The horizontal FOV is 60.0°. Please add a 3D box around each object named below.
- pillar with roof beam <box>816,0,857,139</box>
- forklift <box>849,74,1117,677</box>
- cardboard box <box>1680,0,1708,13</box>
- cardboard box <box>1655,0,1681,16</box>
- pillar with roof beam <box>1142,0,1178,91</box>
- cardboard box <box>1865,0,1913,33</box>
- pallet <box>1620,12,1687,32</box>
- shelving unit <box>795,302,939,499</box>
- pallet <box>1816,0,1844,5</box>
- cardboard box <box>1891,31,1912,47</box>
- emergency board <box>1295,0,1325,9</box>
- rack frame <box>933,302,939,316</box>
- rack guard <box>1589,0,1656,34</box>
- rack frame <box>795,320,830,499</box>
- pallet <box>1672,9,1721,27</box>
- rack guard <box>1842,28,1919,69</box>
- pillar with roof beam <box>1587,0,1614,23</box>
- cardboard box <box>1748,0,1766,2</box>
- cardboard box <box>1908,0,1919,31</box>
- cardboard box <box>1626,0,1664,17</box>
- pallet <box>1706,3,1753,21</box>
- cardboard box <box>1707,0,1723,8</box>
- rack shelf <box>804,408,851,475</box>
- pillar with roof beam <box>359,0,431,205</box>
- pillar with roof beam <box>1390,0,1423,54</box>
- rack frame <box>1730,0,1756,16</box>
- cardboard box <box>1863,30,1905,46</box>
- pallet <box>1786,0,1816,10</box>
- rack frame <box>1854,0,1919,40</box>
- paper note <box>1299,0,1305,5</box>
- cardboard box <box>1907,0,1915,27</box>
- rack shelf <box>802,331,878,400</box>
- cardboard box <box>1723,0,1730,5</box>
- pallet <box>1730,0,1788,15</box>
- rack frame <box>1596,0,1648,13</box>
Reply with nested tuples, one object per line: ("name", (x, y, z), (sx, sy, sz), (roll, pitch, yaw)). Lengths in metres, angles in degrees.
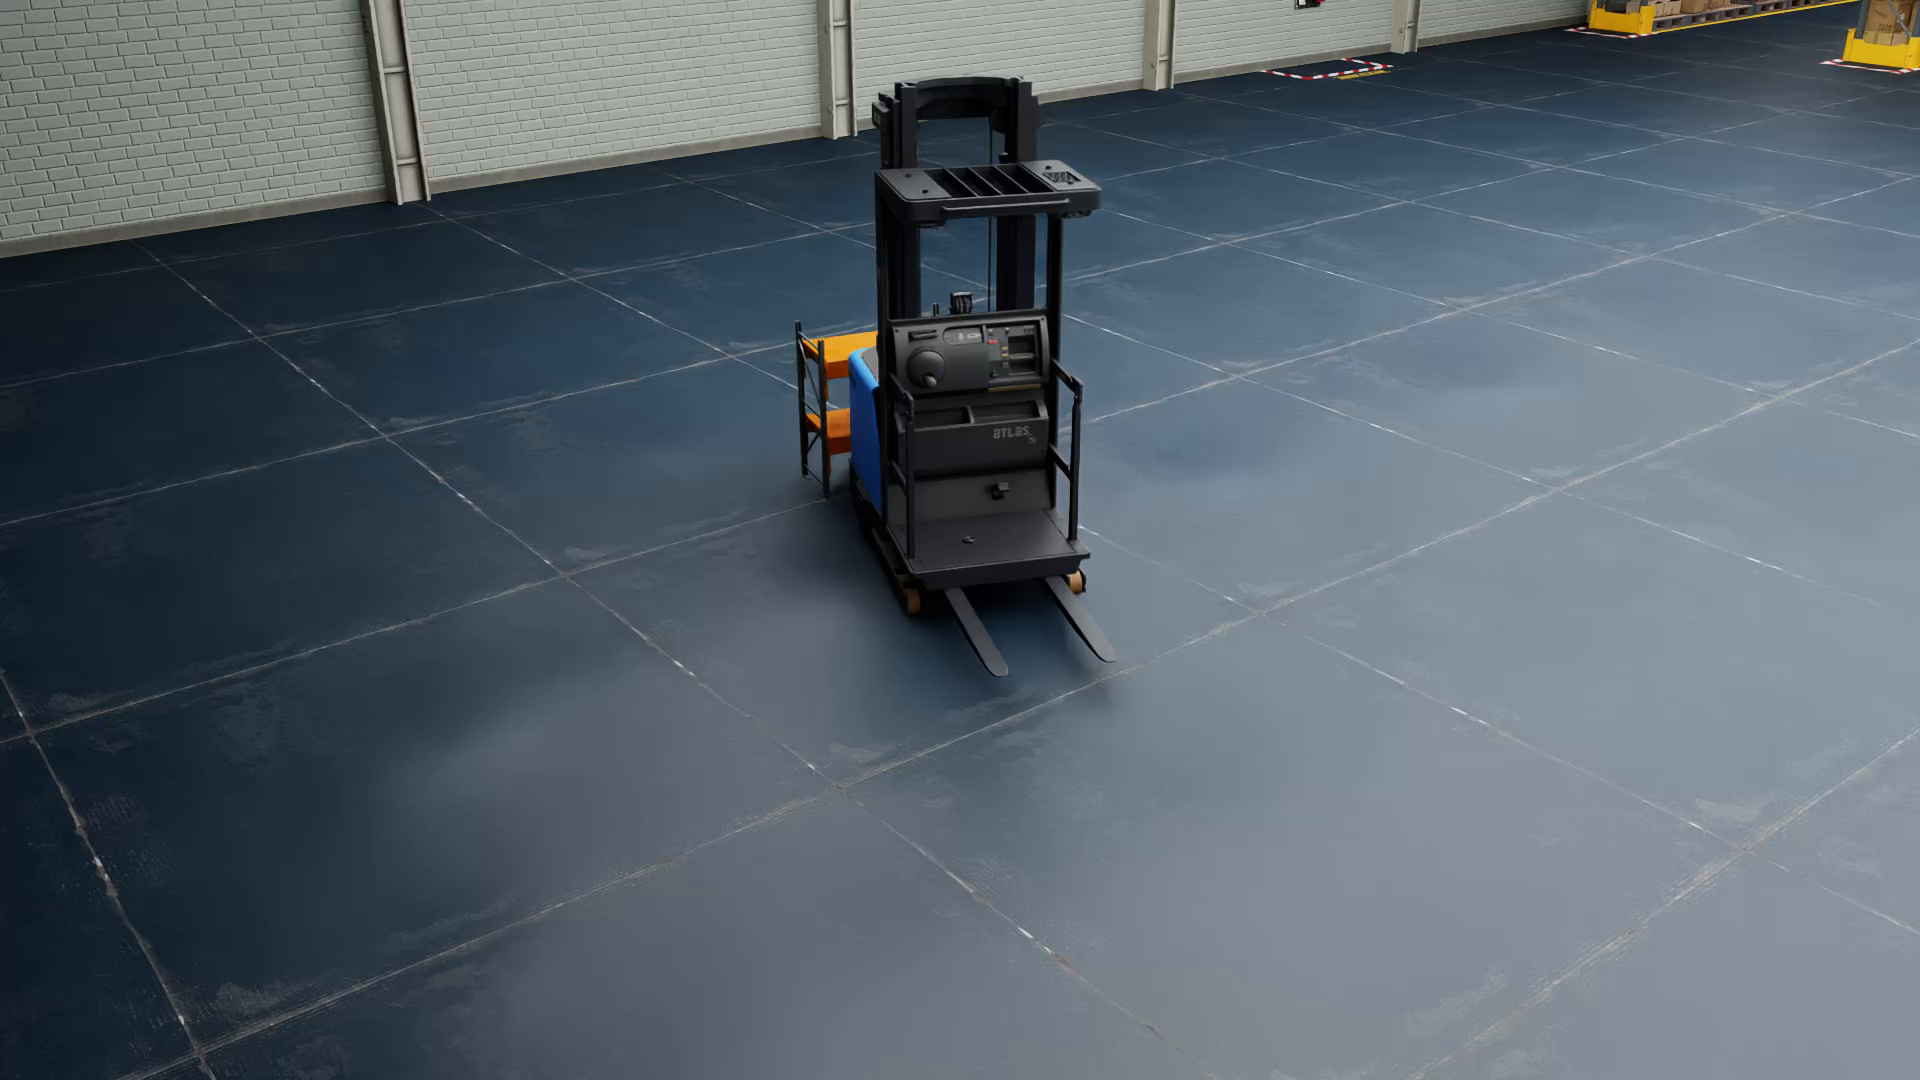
("pillar with roof beam", (1.016, -8.146, 17.612), (0.400, 9.000, 9.100), (-18, 31, -34))
("forklift", (0.125, -1.066, 9.565), (1.130, 2.935, 3.031), (-6, 26, -13))
("cardboard box", (14.164, -10.596, 32.464), (0.500, 0.500, 0.700), (-21, 32, -37))
("cardboard box", (13.556, -10.336, 32.129), (0.500, 0.311, 0.500), (-15, 29, -30))
("pillar with roof beam", (5.738, -9.704, 20.970), (0.400, 9.000, 9.100), (-18, 31, -34))
("cardboard box", (15.805, -8.939, 28.325), (0.500, 0.500, 0.500), (-18, 31, -34))
("pallet", (13.228, -10.012, 32.072), (1.213, 0.211, 1.003), (-18, 31, -34))
("shelving unit", (-0.539, -0.972, 11.507), (1.048, 1.125, 0.538), (-11, 27, -21))
("pallet", (18.187, -11.669, 35.642), (1.213, 0.211, 1.003), (-18, 31, -34))
("cardboard box", (16.126, -8.427, 28.111), (0.500, 0.250, 0.500), (-18, 31, -34))
("emergency board", (5.835, -9.338, 27.308), (0.643, 1.169, 0.194), (-18, 31, -34))
("rack frame", (-0.074, -1.059, 11.693), (0.032, 1.125, 0.500), (-11, 27, -21))
("rack guard", (12.567, -9.944, 31.582), (0.348, 0.500, 1.175), (-18, 31, -34))
("rack frame", (-1.005, -0.886, 11.321), (0.032, 1.125, 0.500), (-11, 27, -21))
("pallet", (14.187, -10.327, 32.752), (1.213, 0.211, 1.003), (-18, 31, -34))
("rack guard", (15.548, -8.278, 27.992), (0.348, 0.500, 1.175), (-18, 31, -34))
("pillar with roof beam", (15.181, -12.821, 27.687), (0.400, 9.000, 9.100), (-18, 31, -34))
("cardboard box", (16.224, -11.359, 34.110), (0.500, 0.500, 0.700), (-17, 30, -32))
("cardboard box", (16.518, -8.897, 28.235), (0.500, 0.500, 0.500), (-18, 31, -34))
("cardboard box", (13.107, -10.188, 31.810), (0.500, 0.311, 0.500), (-23, 33, -40))
("pallet", (15.148, -10.646, 33.438), (1.213, 0.211, 1.003), (-18, 31, -34))
("cardboard box", (14.863, -10.880, 33.076), (0.500, 0.500, 0.500), (-21, 32, -38))
("rack shelf", (-0.539, -0.750, 11.610), (1.000, 0.278, 0.538), (-11, 27, -21))
("pillar with roof beam", (-3.705, -6.587, 14.254), (0.400, 9.000, 9.100), (-18, 31, -34))
("pillar with roof beam", (10.459, -11.263, 24.329), (0.400, 9.000, 9.100), (-18, 31, -34))
("rack frame", (15.655, -12.097, 33.252), (0.127, 3.000, 1.000), (-18, 31, -34))
("cardboard box", (15.807, -8.598, 28.481), (0.500, 0.250, 0.500), (-18, 31, -34))
("pallet", (17.227, -11.354, 34.963), (1.213, 0.211, 1.003), (-18, 31, -34))
("rack frame", (15.567, -9.418, 27.480), (0.127, 3.000, 1.000), (-18, 31, -34))
("paper note", (5.653, -8.916, 27.444), (0.142, 0.148, 0.016), (-18, 31, -34))
("cardboard box", (16.583, -9.204, 28.895), (0.500, 0.500, 0.500), (-18, 31, -34))
("rack shelf", (-0.540, -1.238, 11.385), (1.000, 0.278, 0.538), (-11, 27, -21))
("cardboard box", (15.252, -10.862, 33.435), (0.380, 0.166, 0.250), (22, 33, 39))
("pallet", (16.267, -11.035, 34.276), (1.213, 0.211, 1.003), (-18, 31, -34))
("rack frame", (12.507, -11.058, 31.013), (0.127, 3.000, 1.000), (-18, 31, -34))
